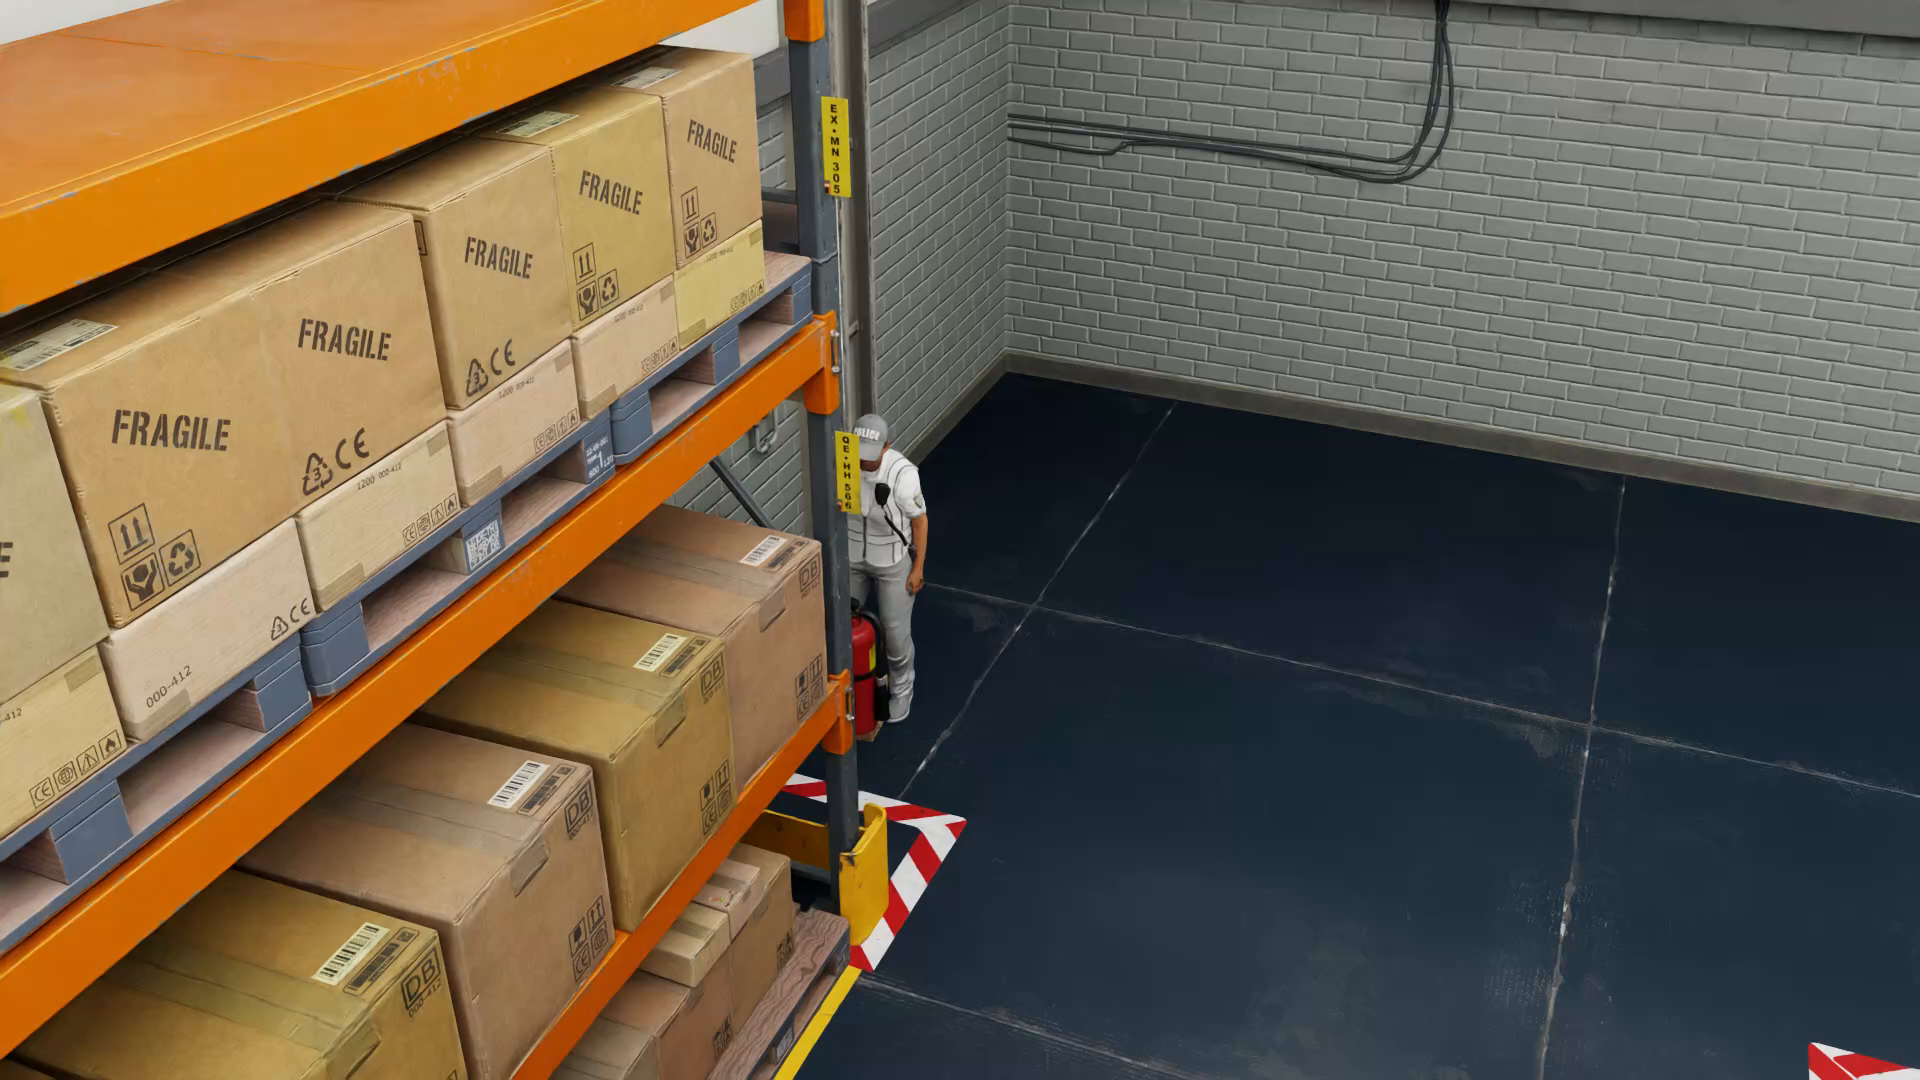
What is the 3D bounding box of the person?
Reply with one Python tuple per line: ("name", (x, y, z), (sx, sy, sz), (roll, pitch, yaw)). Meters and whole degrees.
("person", (-0.439, 0.114, 8.187), (0.557, 1.665, 0.468), (10, 31, 16))
